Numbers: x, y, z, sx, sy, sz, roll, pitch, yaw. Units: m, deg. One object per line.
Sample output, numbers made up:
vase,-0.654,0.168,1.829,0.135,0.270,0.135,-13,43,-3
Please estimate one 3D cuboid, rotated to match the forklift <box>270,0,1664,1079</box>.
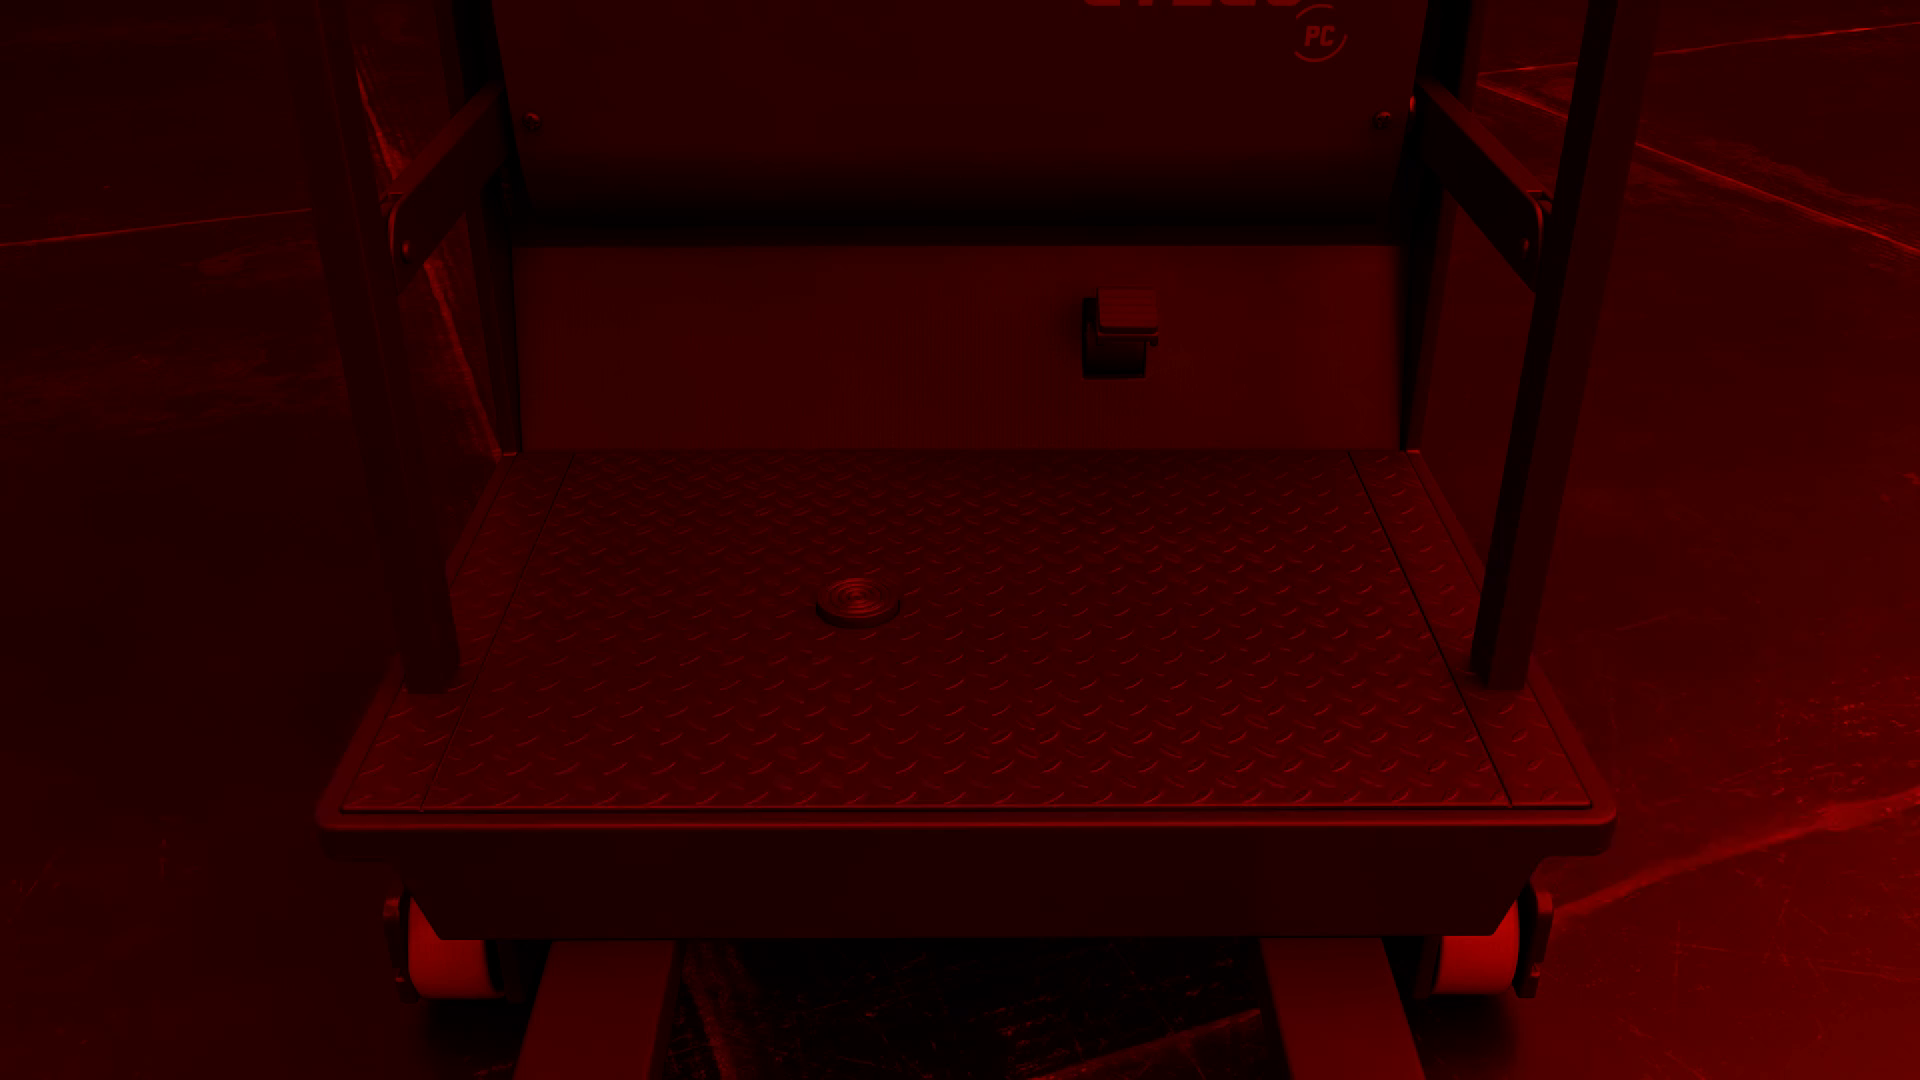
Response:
forklift,0.003,-0.964,1.232,1.130,2.935,3.031,0,30,0
